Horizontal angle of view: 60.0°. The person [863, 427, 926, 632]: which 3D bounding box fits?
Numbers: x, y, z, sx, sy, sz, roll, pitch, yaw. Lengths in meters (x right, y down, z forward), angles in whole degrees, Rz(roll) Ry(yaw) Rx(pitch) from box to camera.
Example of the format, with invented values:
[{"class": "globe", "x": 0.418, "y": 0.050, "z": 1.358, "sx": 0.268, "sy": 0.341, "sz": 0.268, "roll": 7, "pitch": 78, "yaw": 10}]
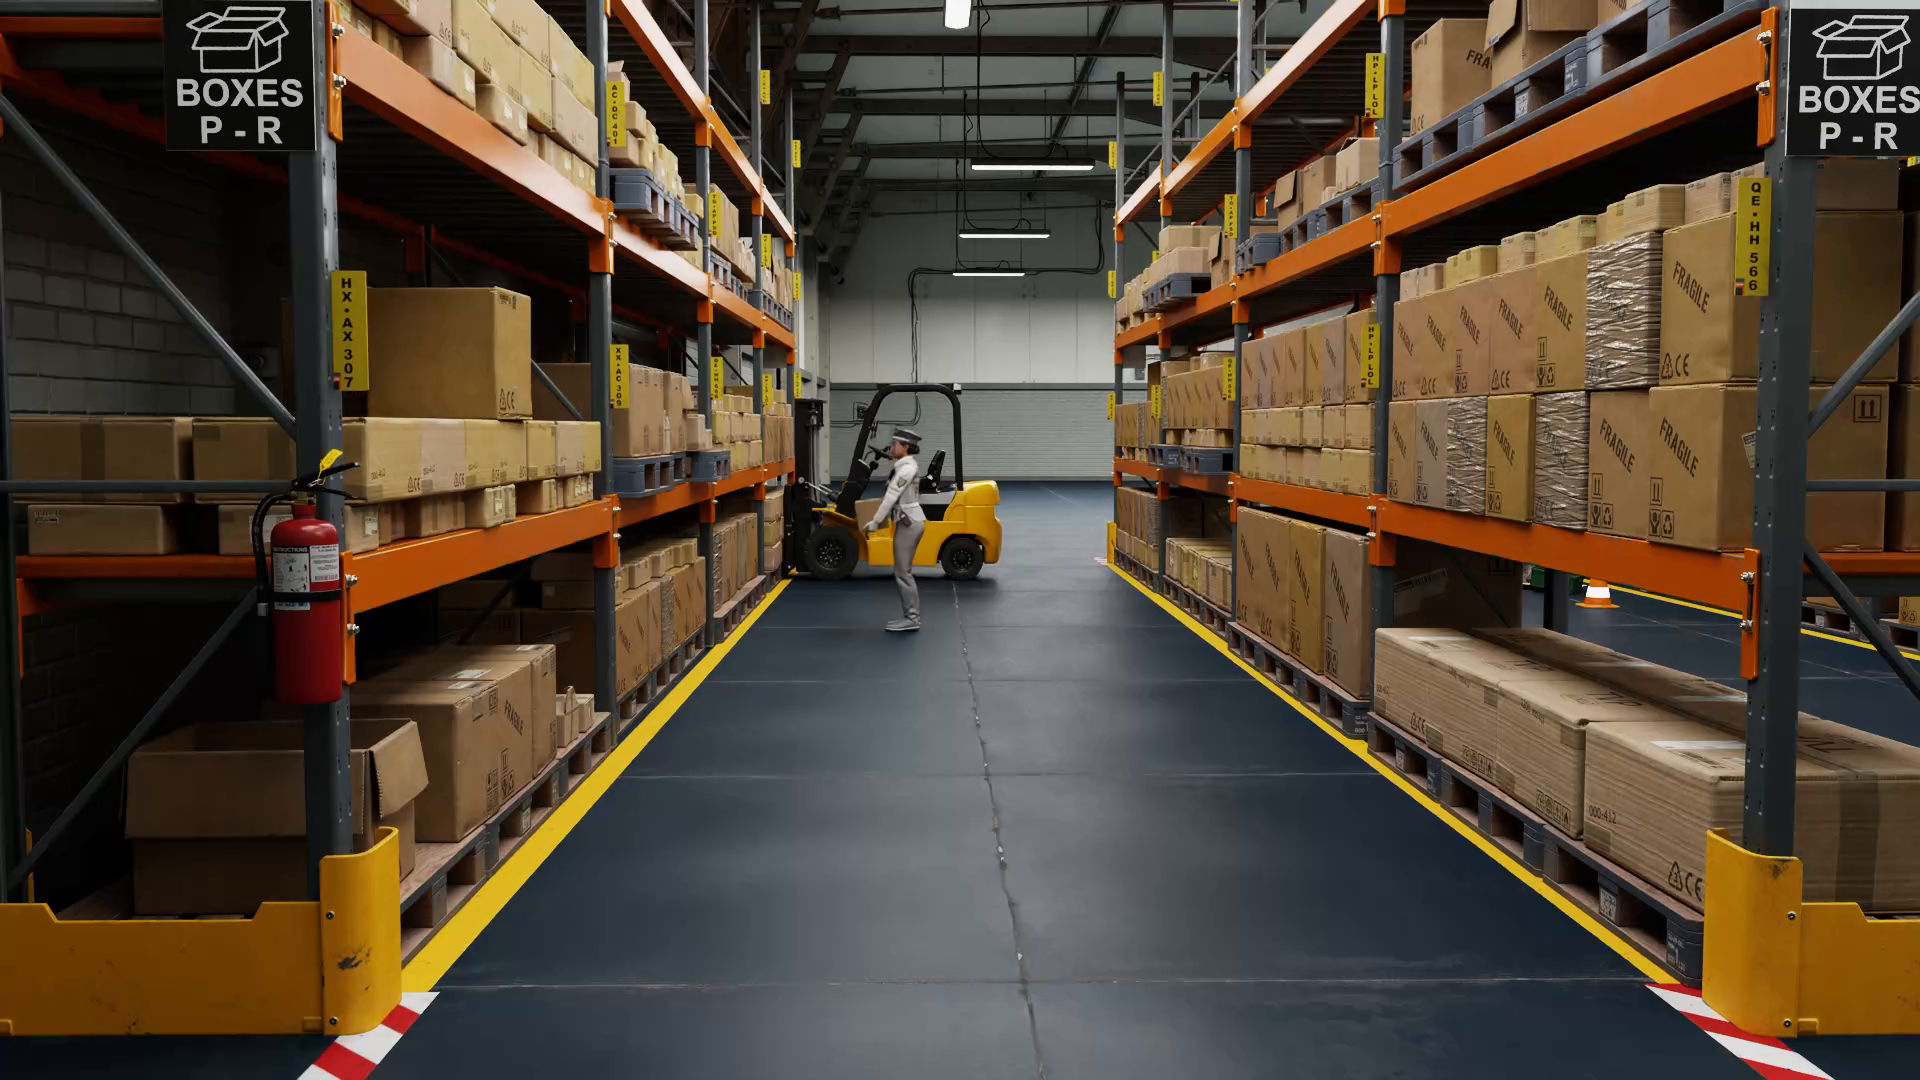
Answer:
[{"class": "person", "x": -0.539, "y": -0.093, "z": 13.761, "sx": 0.523, "sy": 1.687, "sz": 0.416, "roll": 0, "pitch": 4, "yaw": -2}]
